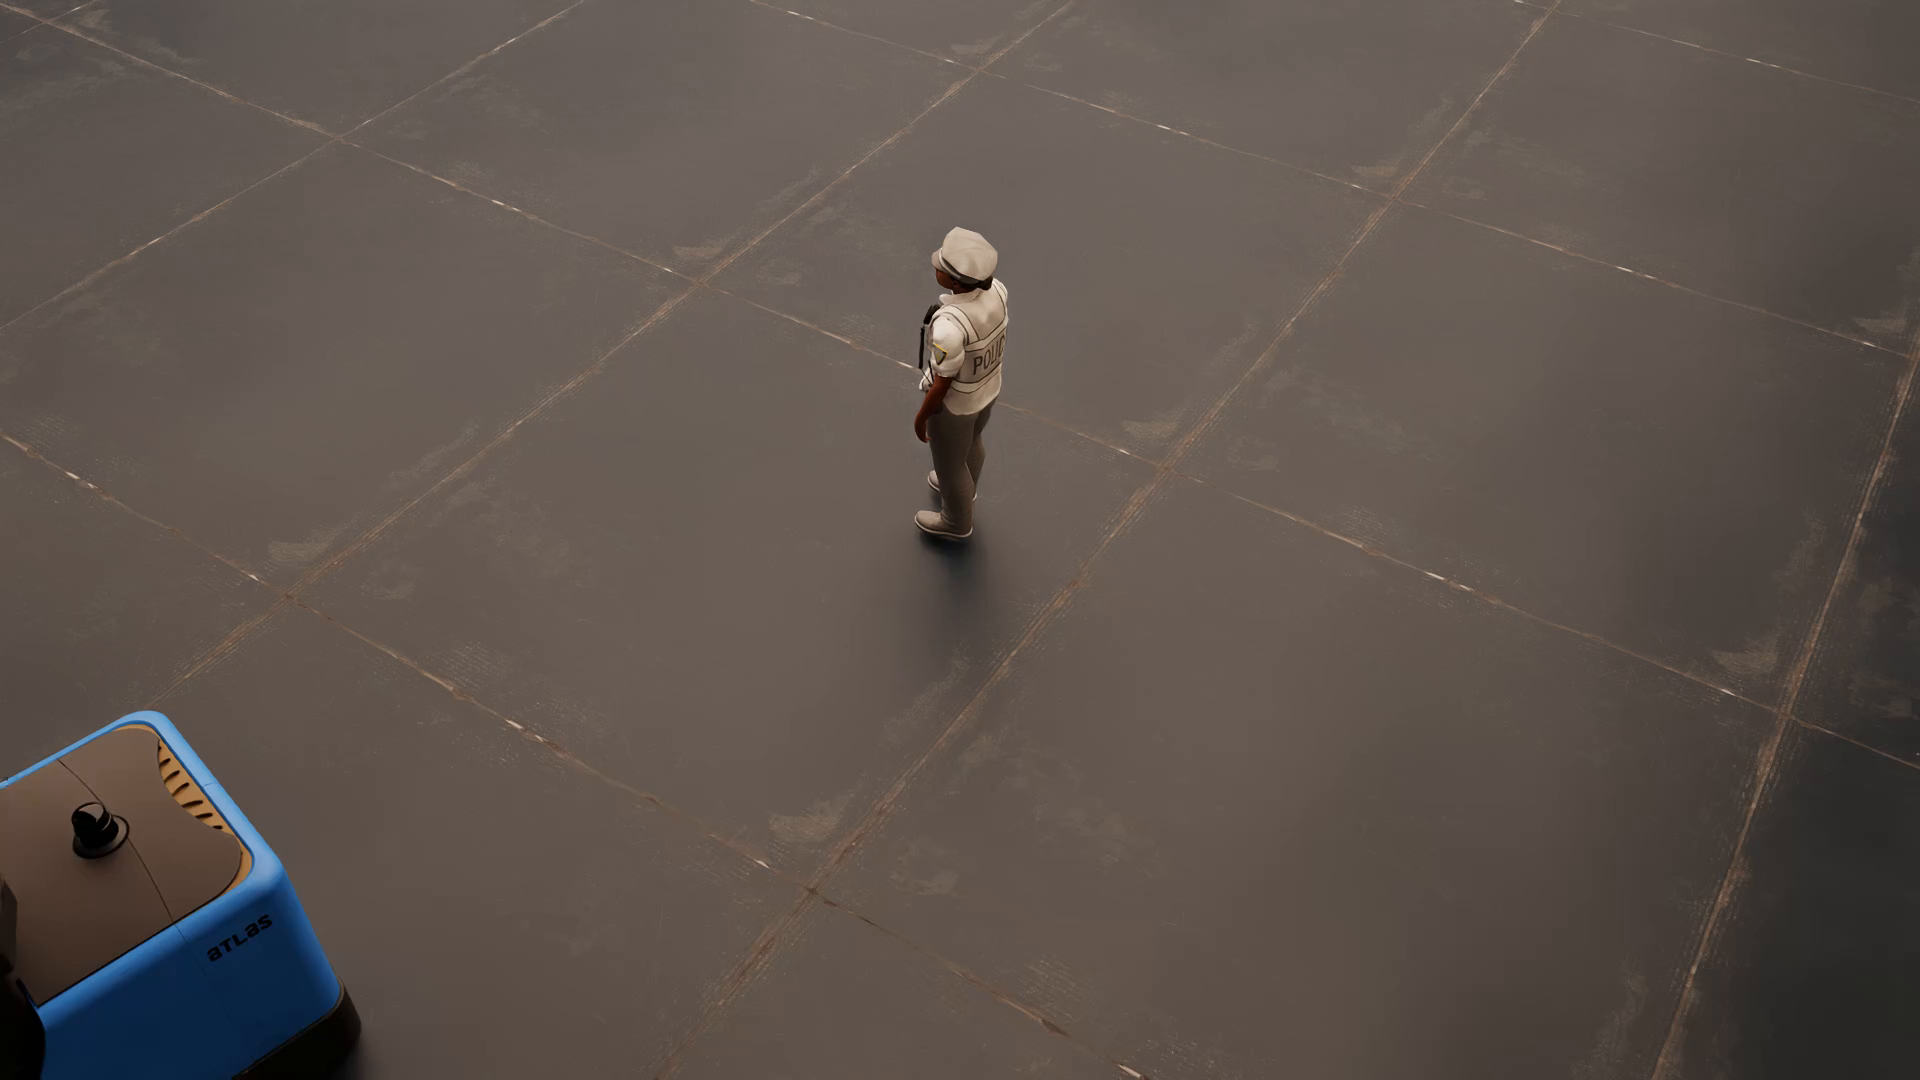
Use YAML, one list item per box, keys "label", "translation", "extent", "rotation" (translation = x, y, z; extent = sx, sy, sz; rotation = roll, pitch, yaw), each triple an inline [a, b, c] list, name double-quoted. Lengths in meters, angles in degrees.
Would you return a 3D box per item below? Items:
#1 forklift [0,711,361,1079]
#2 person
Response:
- label: "forklift"
  translation: [-3.580, 1.225, 4.557]
  extent: [3.031, 2.935, 1.130]
  rotation: [-33, 53, -30]
- label: "person"
  translation: [-0.052, -0.689, 7.405]
  extent: [0.528, 1.695, 0.569]
  rotation: [24, 48, 23]
